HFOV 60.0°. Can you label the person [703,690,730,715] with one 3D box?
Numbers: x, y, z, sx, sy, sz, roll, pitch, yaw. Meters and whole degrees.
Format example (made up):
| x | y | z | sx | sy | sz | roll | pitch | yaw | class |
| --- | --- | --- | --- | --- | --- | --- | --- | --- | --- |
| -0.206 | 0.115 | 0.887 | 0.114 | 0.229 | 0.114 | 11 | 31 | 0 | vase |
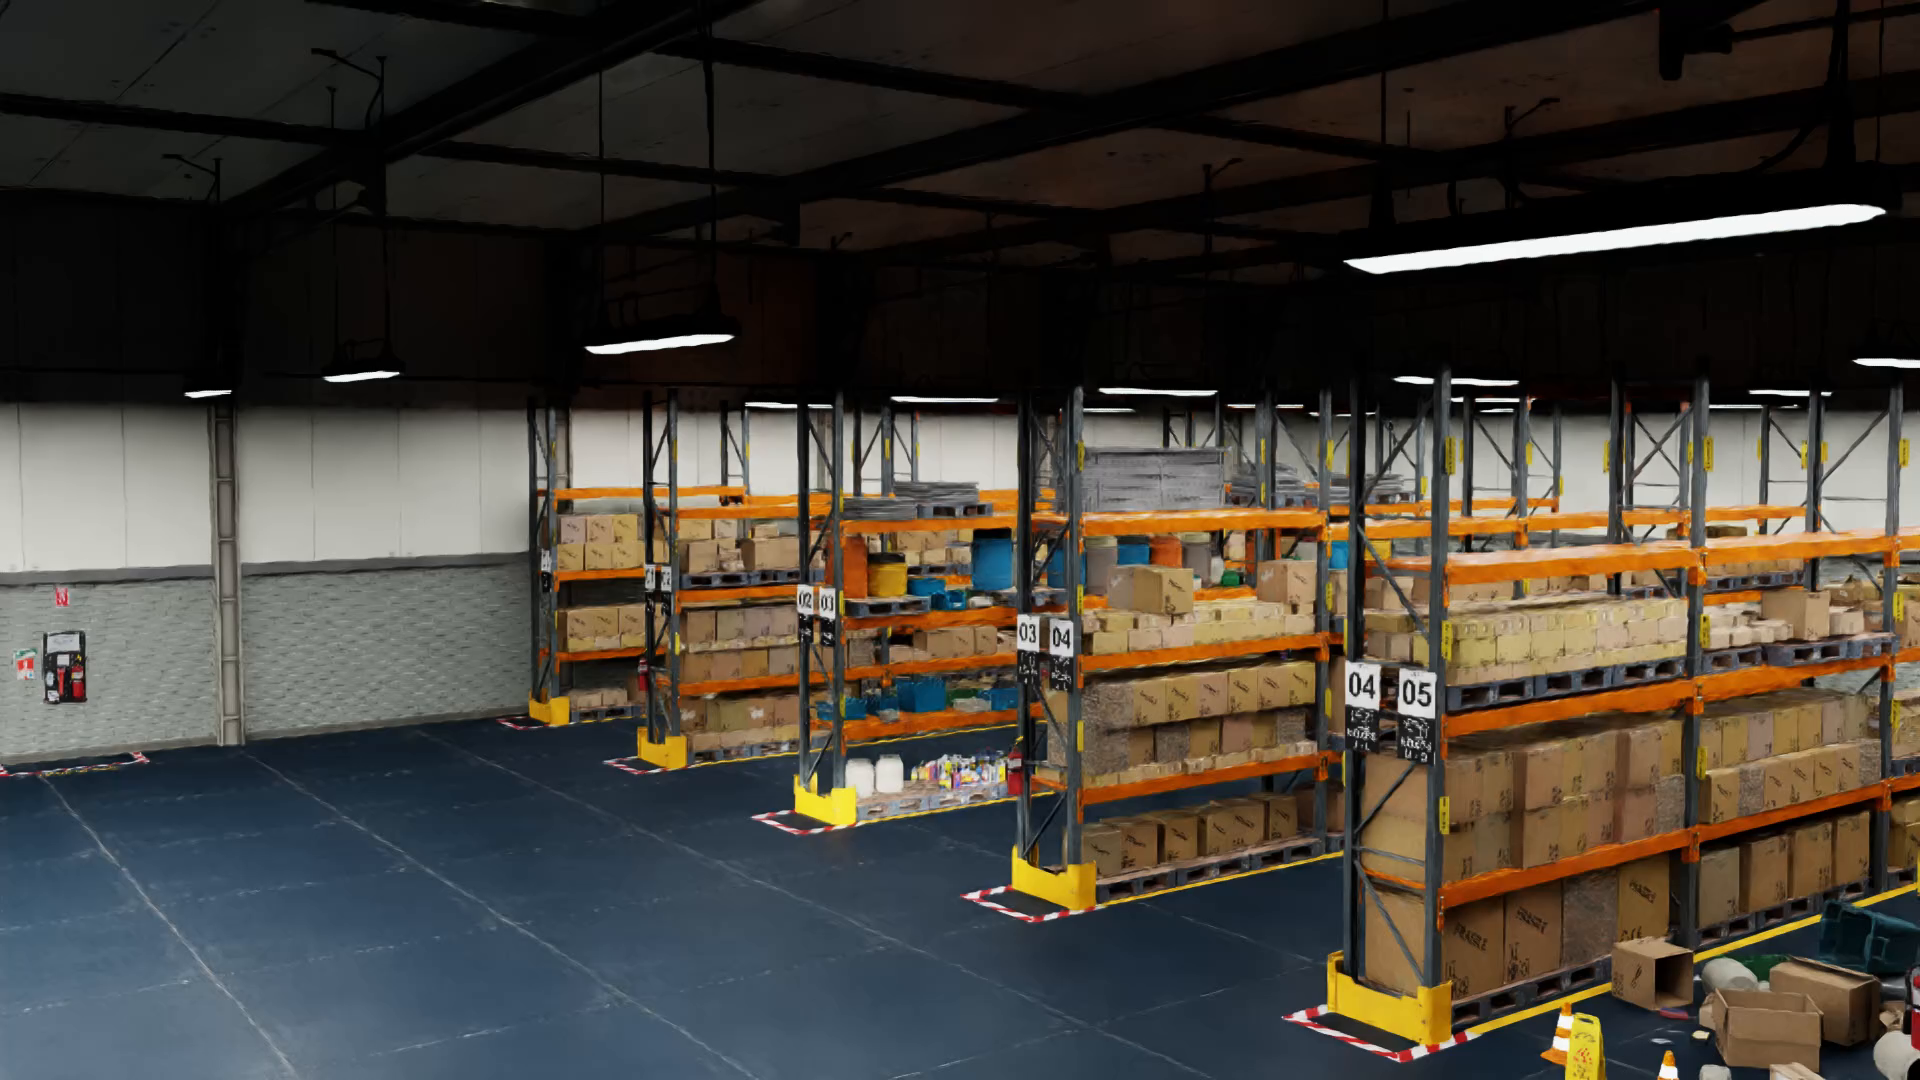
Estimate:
| x | y | z | sx | sy | sz | roll | pitch | yaw | class |
| --- | --- | --- | --- | --- | --- | --- | --- | --- | --- |
| -4.570 | 2.443 | 31.431 | 0.816 | 1.728 | 0.710 | -3 | 4 | -40 | person |
